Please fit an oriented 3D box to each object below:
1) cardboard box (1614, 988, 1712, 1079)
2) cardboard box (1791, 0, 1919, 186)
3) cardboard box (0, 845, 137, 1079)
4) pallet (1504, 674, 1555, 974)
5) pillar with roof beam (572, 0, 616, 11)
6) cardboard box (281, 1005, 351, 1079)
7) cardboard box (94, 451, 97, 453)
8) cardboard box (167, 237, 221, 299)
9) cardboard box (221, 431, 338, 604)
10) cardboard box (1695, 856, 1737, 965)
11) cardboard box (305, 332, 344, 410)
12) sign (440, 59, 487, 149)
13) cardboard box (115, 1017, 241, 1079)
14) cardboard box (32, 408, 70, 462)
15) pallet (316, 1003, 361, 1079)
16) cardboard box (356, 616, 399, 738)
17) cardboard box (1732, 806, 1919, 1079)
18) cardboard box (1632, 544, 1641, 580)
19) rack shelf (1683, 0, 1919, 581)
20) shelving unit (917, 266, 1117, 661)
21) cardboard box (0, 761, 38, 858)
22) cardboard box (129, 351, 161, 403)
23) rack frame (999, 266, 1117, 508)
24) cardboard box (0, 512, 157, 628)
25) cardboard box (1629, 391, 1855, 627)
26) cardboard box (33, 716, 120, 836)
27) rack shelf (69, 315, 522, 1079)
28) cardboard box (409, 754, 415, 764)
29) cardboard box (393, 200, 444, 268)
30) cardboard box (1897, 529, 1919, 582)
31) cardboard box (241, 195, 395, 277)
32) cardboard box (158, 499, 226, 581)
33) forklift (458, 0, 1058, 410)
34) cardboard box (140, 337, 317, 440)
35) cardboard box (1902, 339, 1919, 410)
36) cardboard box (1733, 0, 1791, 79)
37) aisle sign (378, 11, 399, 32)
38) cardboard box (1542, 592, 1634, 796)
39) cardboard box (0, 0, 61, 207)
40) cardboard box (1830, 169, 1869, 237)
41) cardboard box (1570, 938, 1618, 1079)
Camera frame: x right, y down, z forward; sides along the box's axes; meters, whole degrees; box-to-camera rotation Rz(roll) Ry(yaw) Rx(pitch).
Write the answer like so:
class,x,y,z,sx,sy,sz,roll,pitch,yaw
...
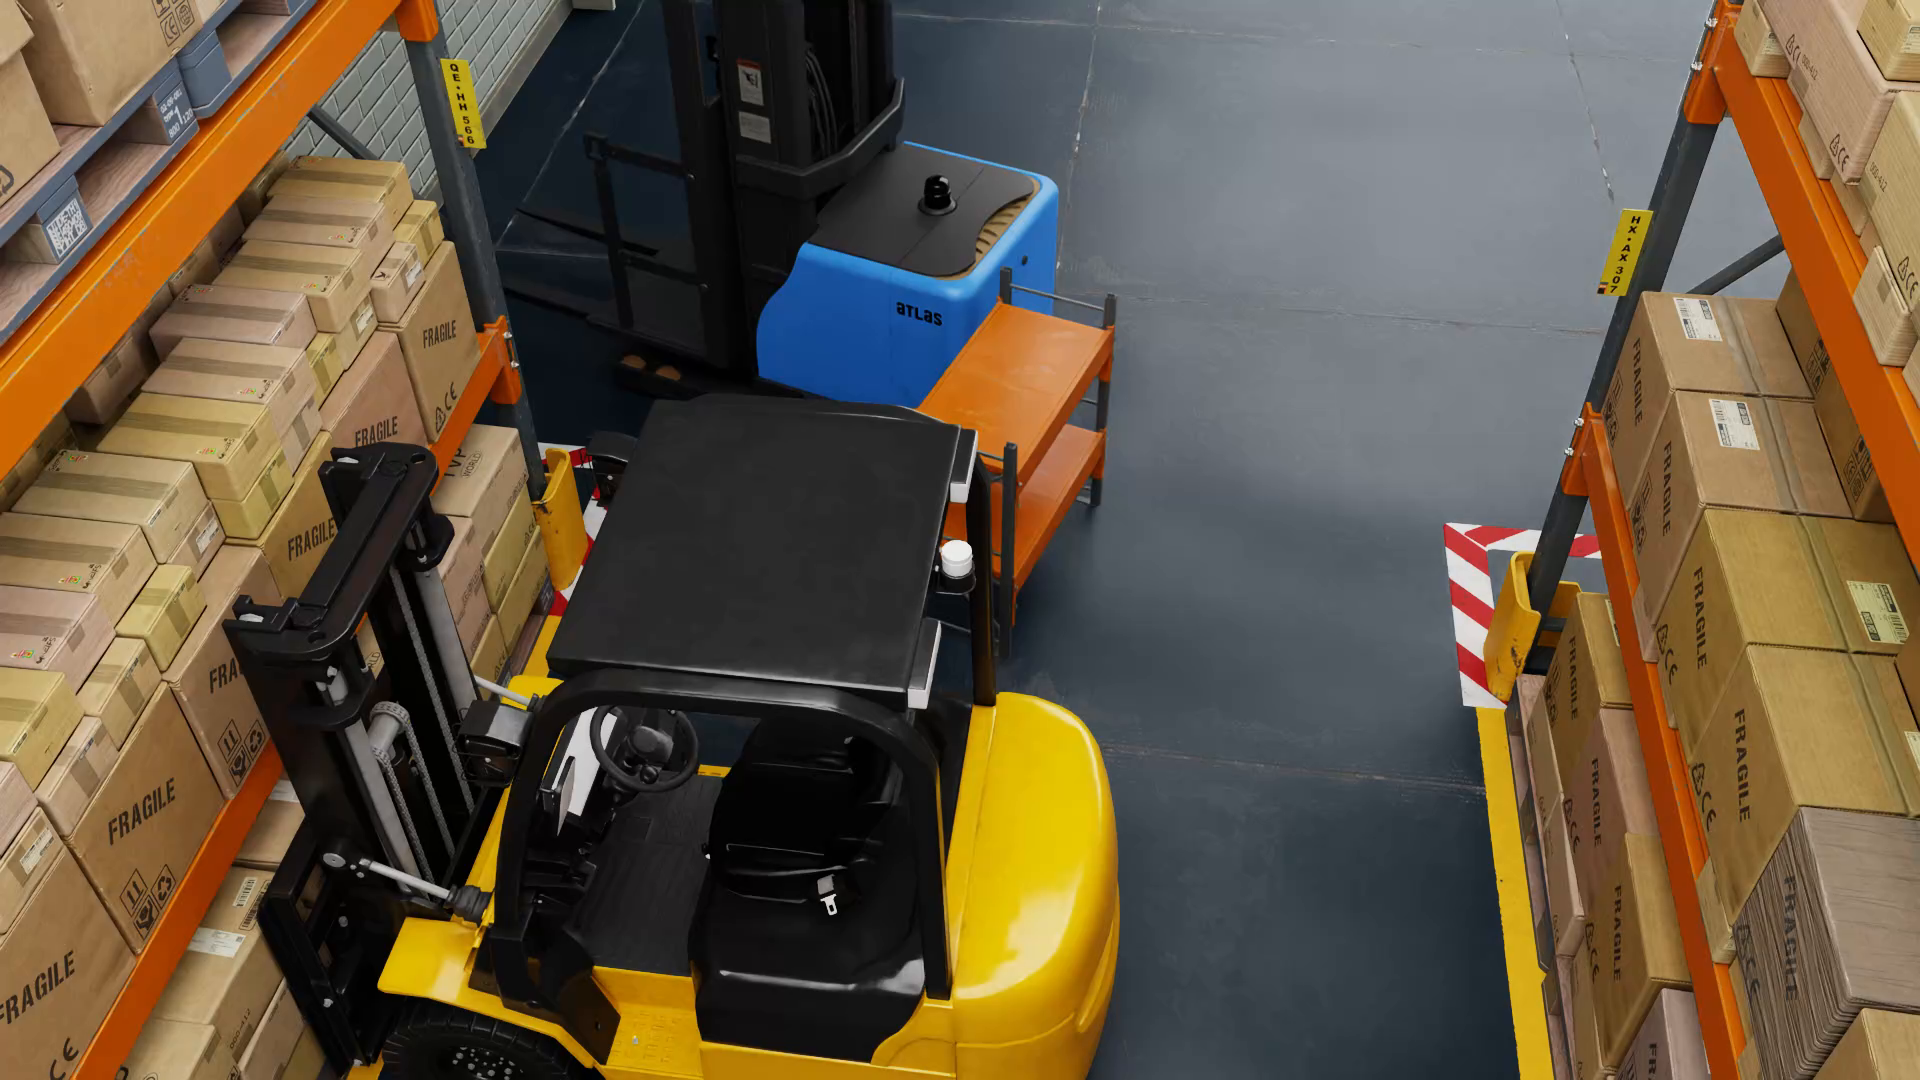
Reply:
class,x,y,z,sx,sy,sz,roll,pitch,yaw
cardboard box,2.125,1.606,4.521,0.500,0.500,0.500,7,44,8
cardboard box,2.303,-1.054,3.892,0.500,0.250,0.500,5,44,5
cardboard box,-2.370,1.034,3.903,0.500,0.500,0.500,6,44,6
pallet,2.557,1.043,5.995,1.003,0.211,1.213,5,44,6
pillar with roof beam,1.864,-6.504,7.574,9.100,9.000,0.400,5,44,6
cardboard box,-2.244,1.553,5.122,0.500,0.250,0.500,6,44,6
cardboard box,-2.661,-0.044,5.042,0.500,0.500,0.500,5,44,5
cardboard box,-2.556,-0.834,5.188,0.380,0.149,0.250,6,44,6
cardboard box,-2.161,0.005,4.991,0.500,0.500,0.500,4,44,5
cardboard box,2.114,0.956,4.242,0.380,0.149,0.250,6,44,6
cardboard box,-2.123,-0.514,5.067,0.380,0.149,0.250,5,44,5
sign,-1.675,-1.468,5.604,0.100,0.325,0.005,5,44,6
cardboard box,-2.287,1.540,4.409,0.500,0.250,0.500,5,44,6
cardboard box,-2.746,-0.315,4.640,0.380,0.149,0.250,4,44,5
pallet,-2.435,1.346,5.675,1.003,0.211,1.213,5,44,6
cardboard box,-2.081,0.498,5.509,0.500,0.250,0.500,6,44,6
cardboard box,2.118,0.979,3.745,0.500,0.500,0.500,6,44,7
cardboard box,2.325,0.079,5.168,0.380,0.149,0.250,4,44,4
rack shelf,2.445,-0.037,3.449,1.077,0.370,4.000,5,44,6
shelving unit,0.185,-0.315,6.765,0.538,1.125,1.048,17,46,18
cardboard box,-2.298,0.608,3.665,0.380,0.149,0.250,6,44,6
cardboard box,-2.618,-0.561,5.117,0.380,0.149,0.250,4,44,4
rack frame,0.396,-0.633,7.101,0.500,1.125,0.032,17,46,18
cardboard box,-2.297,0.079,4.224,0.380,0.149,0.250,5,44,6
cardboard box,2.306,-0.065,4.848,0.500,0.500,0.500,6,44,7
cardboard box,-2.255,0.544,3.949,0.380,0.149,0.250,5,44,5
rack shelf,-2.476,0.604,4.954,1.077,0.370,4.000,5,44,6
cardboard box,-2.090,0.699,5.661,0.500,0.250,0.500,4,44,5
cardboard box,-1.979,-1.030,5.612,0.380,0.149,0.250,6,44,6
cardboard box,2.818,-0.010,4.062,0.700,0.500,0.500,5,44,5
cardboard box,-2.052,-0.966,5.328,0.380,0.149,0.250,5,44,6
cardboard box,-2.247,0.008,4.515,0.380,0.149,0.250,5,44,5
forklift,-1.103,-2.036,7.268,3.031,2.935,1.130,18,46,18
cardboard box,-2.090,-0.435,4.767,0.380,0.149,0.250,6,44,7
cardboard box,2.182,-0.309,3.396,0.380,0.149,0.250,4,44,4
cardboard box,2.344,-1.373,4.520,0.380,0.149,0.250,5,44,6
aisle sign,-1.911,-1.982,5.271,0.394,0.787,0.004,5,44,6
cardboard box,2.326,0.543,5.644,0.500,0.500,0.500,4,44,4
cardboard box,-2.378,-0.928,3.413,0.797,0.503,0.637,7,44,7
cardboard box,2.320,-0.838,3.954,0.380,0.149,0.250,5,44,5
cardboard box,2.194,1.519,5.158,0.500,0.250,0.500,8,44,8
